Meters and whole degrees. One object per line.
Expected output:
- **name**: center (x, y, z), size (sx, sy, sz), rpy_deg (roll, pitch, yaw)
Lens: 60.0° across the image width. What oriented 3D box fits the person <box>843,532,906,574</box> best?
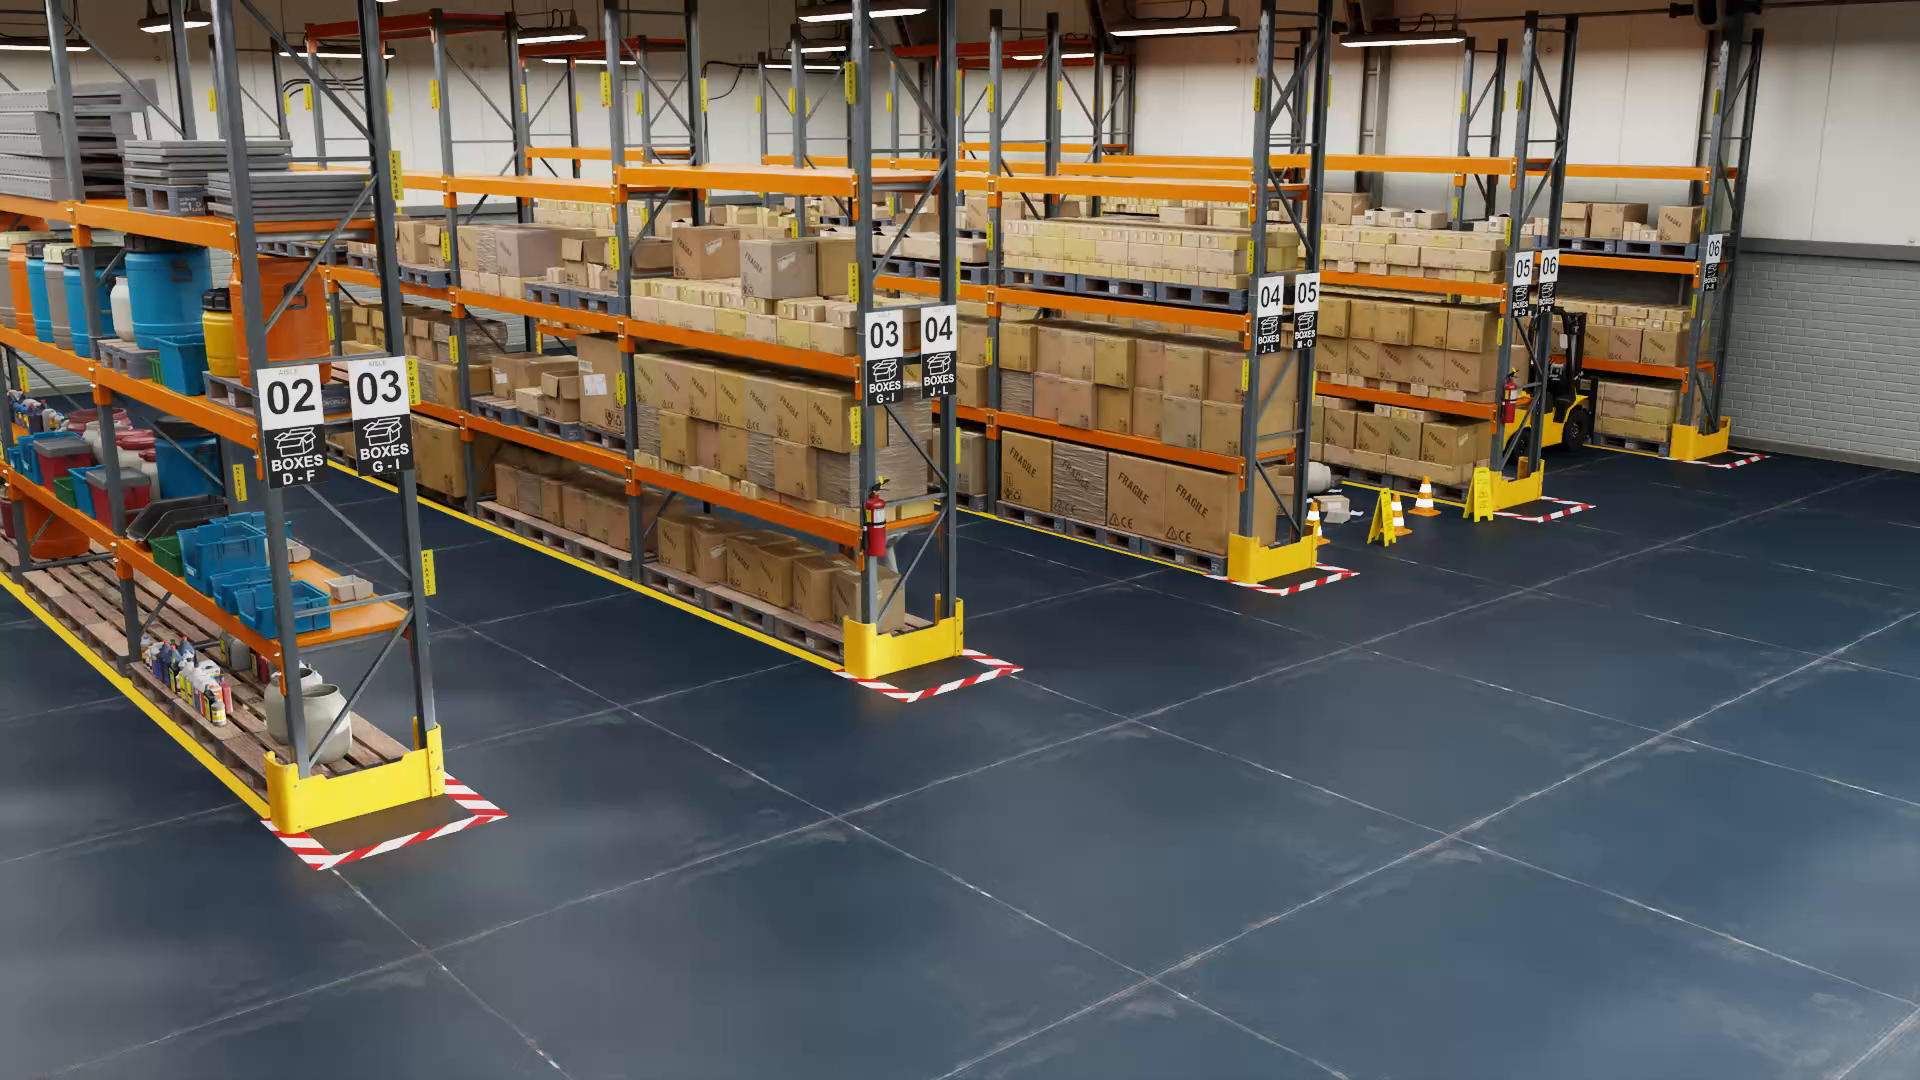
- **person**: center (-0.920, 0.012, 17.319), size (0.471, 1.009, 0.867), rpy_deg (-14, 20, -43)
